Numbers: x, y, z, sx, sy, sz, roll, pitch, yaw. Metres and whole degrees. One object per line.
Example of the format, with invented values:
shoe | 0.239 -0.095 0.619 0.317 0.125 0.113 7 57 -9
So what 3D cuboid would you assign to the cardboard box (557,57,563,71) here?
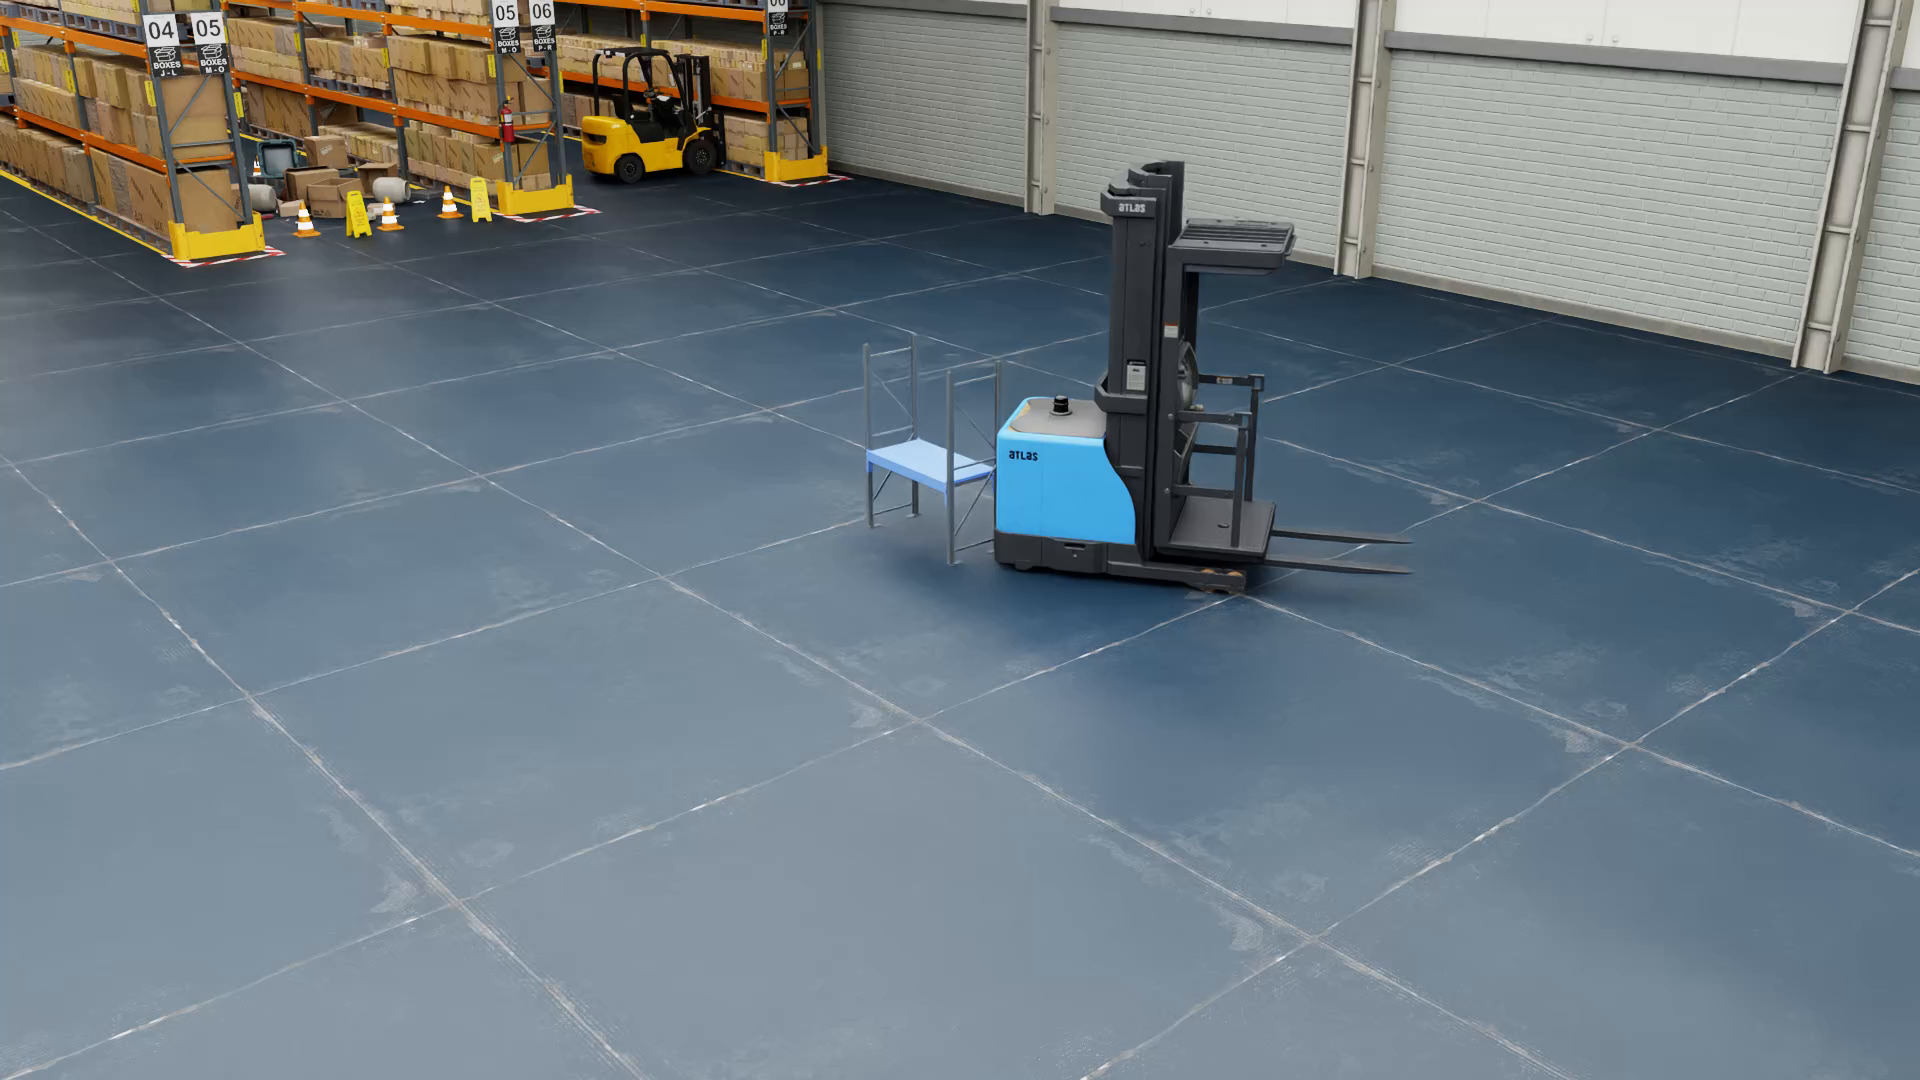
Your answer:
cardboard box | -8.009 -9.753 33.977 0.500 0.250 0.500 -17 27 -37

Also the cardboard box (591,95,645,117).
cardboard box | -6.845 -8.553 33.389 0.875 0.625 0.625 -19 28 -40

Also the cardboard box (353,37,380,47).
cardboard box | -10.390 -8.730 29.149 0.380 0.149 0.250 -19 28 -40

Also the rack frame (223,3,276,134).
rack frame | -14.483 -9.926 34.214 1.000 3.000 0.127 -17 27 -37

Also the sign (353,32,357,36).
sign | -11.467 -9.455 31.532 0.100 0.325 0.005 -17 27 -37

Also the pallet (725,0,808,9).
pallet | -3.334 -9.350 28.752 1.003 0.211 1.213 -17 27 -37

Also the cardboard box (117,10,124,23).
cardboard box | -11.140 -7.078 22.461 0.380 0.149 0.250 -17 27 -37

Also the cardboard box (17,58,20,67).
cardboard box | -16.396 -8.434 29.357 0.380 0.149 0.250 -16 26 -35

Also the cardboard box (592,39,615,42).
cardboard box | -7.036 -9.791 32.842 0.380 0.149 0.250 -17 27 -37

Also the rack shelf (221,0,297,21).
rack shelf | -13.177 -10.435 32.387 1.077 0.370 4.000 -17 27 -37

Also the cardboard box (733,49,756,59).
cardboard box | -3.767 -8.542 29.246 0.380 0.149 0.250 -17 27 -37

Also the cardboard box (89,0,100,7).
cardboard box | -11.847 -7.597 23.240 0.500 0.250 0.500 -17 27 -37

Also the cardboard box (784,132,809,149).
cardboard box | -3.042 -7.121 29.560 0.500 0.250 0.500 -17 27 -36

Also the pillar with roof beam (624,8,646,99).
pillar with roof beam | -9.842 -11.626 30.329 9.100 9.000 0.400 -17 27 -37

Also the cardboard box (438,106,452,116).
cardboard box | -8.285 -7.017 27.130 0.380 0.149 0.250 -18 27 -38

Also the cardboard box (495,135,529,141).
cardboard box | -7.327 -6.314 27.157 0.500 0.500 0.500 -19 28 -39

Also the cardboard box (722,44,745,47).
cardboard box | -4.113 -8.930 30.237 0.380 0.149 0.250 -16 27 -36

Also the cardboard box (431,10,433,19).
cardboard box | -8.236 -8.424 26.610 0.380 0.149 0.250 -17 27 -37

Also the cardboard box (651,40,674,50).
cardboard box | -5.520 -9.227 30.994 0.380 0.149 0.250 -17 27 -36

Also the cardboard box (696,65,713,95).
cardboard box | -4.415 -8.337 30.019 0.500 0.500 0.500 -17 27 -37

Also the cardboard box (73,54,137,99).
cardboard box | -12.730 -6.972 24.985 0.875 0.550 0.550 -17 27 -37

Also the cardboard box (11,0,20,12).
cardboard box | -16.121 -9.155 27.995 0.500 0.500 0.500 -17 27 -37

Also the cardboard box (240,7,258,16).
cardboard box | -14.672 -10.956 34.446 0.380 0.149 0.250 -17 27 -37

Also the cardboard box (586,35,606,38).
cardboard box | -7.370 -10.179 33.832 0.380 0.149 0.250 -17 27 -37

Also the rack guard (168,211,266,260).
rack guard | -10.318 -4.234 23.108 1.175 0.500 0.348 -17 27 -37

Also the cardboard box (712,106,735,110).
cardboard box | -4.373 -7.910 30.890 0.500 0.250 0.500 -17 27 -37

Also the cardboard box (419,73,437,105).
cardboard box | -8.522 -7.438 27.316 0.500 0.500 0.500 -18 28 -38

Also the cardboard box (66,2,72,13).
cardboard box | -12.794 -7.779 24.250 0.380 0.149 0.250 -17 27 -37

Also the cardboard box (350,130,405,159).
cardboard box | -10.532 -7.222 30.336 0.950 0.372 0.625 -16 27 -36

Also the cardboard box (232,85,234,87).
cardboard box | -16.587 -9.875 37.021 0.875 0.438 0.875 -19 28 -39

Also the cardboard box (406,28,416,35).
cardboard box | -12.581 -11.814 38.833 0.500 0.250 0.500 -18 28 -38

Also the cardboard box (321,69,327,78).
cardboard box | -11.498 -8.593 30.578 0.380 0.149 0.250 -20 29 -41

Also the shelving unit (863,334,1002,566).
shelving unit | -0.217 -0.706 12.731 0.538 1.500 1.048 -17 27 -36

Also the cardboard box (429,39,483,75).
cardboard box | -8.105 -7.779 26.817 0.700 0.500 0.500 -18 27 -38

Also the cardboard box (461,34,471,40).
cardboard box | -10.579 -11.164 36.661 0.700 0.500 0.500 -17 27 -36

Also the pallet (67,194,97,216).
pallet | -13.506 -5.406 26.498 1.003 0.211 1.213 -17 27 -37

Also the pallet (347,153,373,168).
pallet | -10.571 -6.969 30.488 1.003 0.211 1.213 -17 27 -37

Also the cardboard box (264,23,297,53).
cardboard box | -13.068 -9.692 32.109 0.500 0.500 0.500 -17 27 -37

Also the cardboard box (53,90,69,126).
cardboard box | -13.818 -6.776 26.034 0.500 0.500 0.500 -18 28 -38

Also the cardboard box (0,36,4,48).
cardboard box | -18.277 -9.553 31.345 0.500 0.500 0.500 -17 27 -36

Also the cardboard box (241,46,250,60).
cardboard box | -14.048 -9.763 33.317 0.500 0.250 0.500 -17 27 -37

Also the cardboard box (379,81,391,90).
cardboard box | -9.806 -7.871 28.735 0.380 0.149 0.250 -17 27 -37

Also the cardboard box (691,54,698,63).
cardboard box | -4.680 -8.736 30.148 0.380 0.149 0.250 -19 28 -39

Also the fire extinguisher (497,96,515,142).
fire extinguisher | -6.924 -6.433 25.402 0.296 0.674 0.183 -17 27 -37

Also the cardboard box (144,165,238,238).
cardboard box | -10.827 -4.782 23.418 0.875 0.875 0.875 -17 27 -37

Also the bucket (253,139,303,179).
bucket | -11.110 -6.204 27.116 0.726 0.611 0.620 -8 13 -19

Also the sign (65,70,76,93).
sign | -13.350 -6.880 24.957 0.100 0.325 0.005 -17 27 -37

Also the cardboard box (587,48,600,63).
cardboard box | -7.003 -9.563 32.807 0.500 0.250 0.500 -17 27 -37

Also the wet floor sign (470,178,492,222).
wet floor sign | -7.336 -5.207 25.394 0.267 0.644 0.232 -8 23 -19

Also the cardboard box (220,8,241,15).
cardboard box | -15.015 -10.848 34.171 0.380 0.149 0.250 -17 27 -36

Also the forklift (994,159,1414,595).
forklift | 1.830 -1.183 11.984 3.031 2.935 1.130 5 22 14

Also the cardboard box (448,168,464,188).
cardboard box | -8.059 -5.973 27.316 0.500 0.250 0.500 -19 28 -39

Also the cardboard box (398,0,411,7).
cardboard box | -8.837 -8.854 27.162 0.500 0.250 0.500 -18 28 -38
